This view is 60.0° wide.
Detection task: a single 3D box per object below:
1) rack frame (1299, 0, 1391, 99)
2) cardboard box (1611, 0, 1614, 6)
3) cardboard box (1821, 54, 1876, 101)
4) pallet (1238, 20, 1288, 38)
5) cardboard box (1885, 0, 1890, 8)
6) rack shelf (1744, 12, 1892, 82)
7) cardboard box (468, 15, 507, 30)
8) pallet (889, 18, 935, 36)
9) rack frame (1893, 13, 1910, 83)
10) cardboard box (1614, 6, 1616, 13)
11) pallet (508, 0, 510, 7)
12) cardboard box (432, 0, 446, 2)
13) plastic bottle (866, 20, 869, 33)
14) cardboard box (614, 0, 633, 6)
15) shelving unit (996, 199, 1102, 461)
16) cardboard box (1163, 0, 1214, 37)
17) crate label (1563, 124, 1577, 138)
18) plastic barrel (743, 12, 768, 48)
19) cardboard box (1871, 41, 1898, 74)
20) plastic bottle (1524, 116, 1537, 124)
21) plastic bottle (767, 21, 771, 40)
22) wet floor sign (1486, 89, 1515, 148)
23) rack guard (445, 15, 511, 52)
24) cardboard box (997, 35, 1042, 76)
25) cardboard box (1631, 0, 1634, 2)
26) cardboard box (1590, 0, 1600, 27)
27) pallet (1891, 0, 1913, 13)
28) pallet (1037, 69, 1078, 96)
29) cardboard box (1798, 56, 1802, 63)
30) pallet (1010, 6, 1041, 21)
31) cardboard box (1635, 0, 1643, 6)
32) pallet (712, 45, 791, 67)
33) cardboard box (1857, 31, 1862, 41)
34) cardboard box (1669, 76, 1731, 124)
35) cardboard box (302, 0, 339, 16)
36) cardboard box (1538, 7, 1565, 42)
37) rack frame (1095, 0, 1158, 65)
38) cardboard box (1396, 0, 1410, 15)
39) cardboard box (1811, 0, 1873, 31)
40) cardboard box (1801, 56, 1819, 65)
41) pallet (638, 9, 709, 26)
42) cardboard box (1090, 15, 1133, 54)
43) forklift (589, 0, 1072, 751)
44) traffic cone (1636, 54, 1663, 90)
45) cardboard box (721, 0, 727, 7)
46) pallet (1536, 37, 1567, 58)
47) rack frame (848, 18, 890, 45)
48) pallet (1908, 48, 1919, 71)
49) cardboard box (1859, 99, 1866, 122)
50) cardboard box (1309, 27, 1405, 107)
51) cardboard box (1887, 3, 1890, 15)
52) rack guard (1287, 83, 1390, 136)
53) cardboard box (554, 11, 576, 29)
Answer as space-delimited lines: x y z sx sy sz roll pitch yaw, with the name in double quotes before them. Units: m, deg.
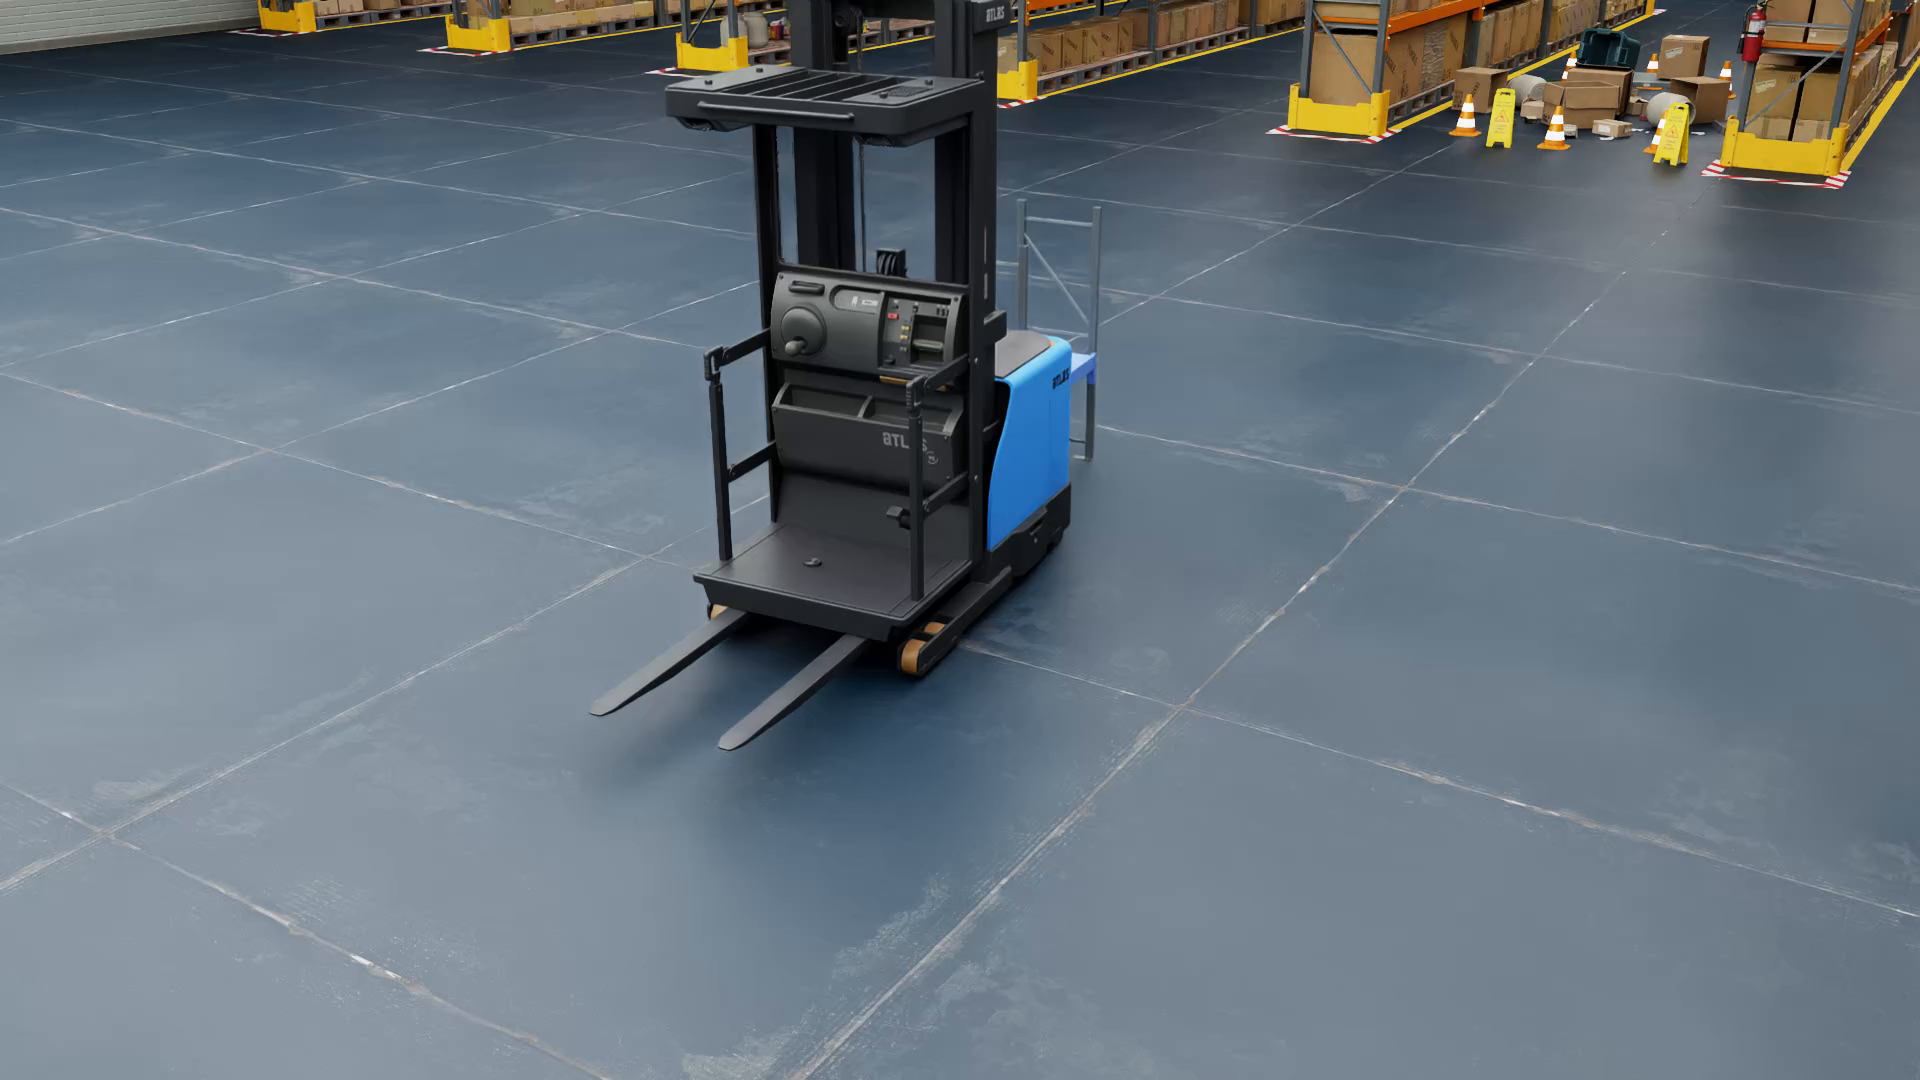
"rack frame" 4.610 -6.396 19.750 1.000 3.000 0.127 14 27 29
"cardboard box" 11.703 -9.807 30.314 0.380 0.149 0.250 12 26 26
"cardboard box" 10.360 -5.418 19.478 0.500 0.500 0.500 15 28 32
"pallet" 5.150 -9.141 29.599 1.003 0.211 1.213 14 27 29
"cardboard box" 10.690 -6.548 19.601 0.500 0.500 0.500 15 28 31
"rack shelf" 9.924 -5.738 19.135 1.077 0.370 4.000 14 27 29
"cardboard box" -7.932 -8.721 28.052 0.500 0.250 0.500 14 27 29
"pallet" -0.624 -9.265 29.886 1.003 0.211 1.213 14 27 29
"rack frame" 13.089 -8.093 23.670 1.000 3.000 0.127 14 27 29
"cardboard box" 11.836 -9.765 30.592 0.380 0.149 0.250 13 26 27
"pallet" -9.655 -10.918 33.703 1.003 0.211 1.213 14 27 29
"cardboard box" -10.321 -10.649 32.586 0.380 0.166 0.250 10 25 22
"plastic bottle" -1.575 -8.588 27.781 0.097 0.201 0.097 0 23 0
"cardboard box" -6.187 -9.804 29.609 0.500 0.500 0.500 14 27 29
"shelving unit" 0.338 -1.023 9.226 0.538 1.500 1.048 11 26 24
"cardboard box" 3.758 -8.612 27.460 0.700 0.500 0.500 16 28 33
"crate label" 7.239 -4.891 19.876 0.250 0.136 0.298 1 23 2
"plastic barrel" -3.211 -7.966 25.979 0.421 0.512 0.421 0 23 0
"cardboard box" 12.782 -6.892 23.673 0.950 0.372 0.625 12 26 25
"plastic bottle" 7.159 -5.277 20.863 0.133 0.061 0.283 5 24 11
"plastic bottle" -3.116 -8.218 26.824 0.061 0.283 0.133 15 27 30
"wet floor sign" 6.277 -4.891 19.237 0.267 0.644 0.232 9 25 20
"rack guard" -7.977 -8.392 27.506 1.175 0.500 0.348 14 27 29
"cardboard box" 0.793 -6.723 23.122 0.500 0.500 0.500 20 30 38
"cardboard box" 12.479 -10.226 31.282 0.380 0.149 0.250 14 27 30
"cardboard box" 10.764 -9.190 28.820 0.500 0.500 0.500 13 27 28
"pallet" 11.506 -6.883 21.115 1.003 0.211 1.213 14 27 29
"pallet" 0.948 -6.483 23.459 1.003 0.211 1.213 14 27 29
"cardboard box" 9.342 -5.513 18.881 0.380 0.149 0.250 14 27 30
"pallet" 0.842 -10.203 32.053 1.003 0.211 1.213 14 27 29
"cardboard box" 12.900 -10.352 31.946 0.380 0.149 0.250 15 27 31
"pallet" -3.325 -7.537 25.894 1.003 0.211 1.213 14 27 29
"cardboard box" 9.554 -5.510 18.018 0.380 0.149 0.250 13 27 27
"cardboard box" 9.258 -5.521 20.870 0.500 0.500 0.500 -7 24 -17
"cardboard box" -11.733 -9.767 30.366 0.500 0.311 0.500 11 26 23
"cardboard box" 9.420 -8.327 26.828 0.500 0.500 0.500 13 26 27
"rack frame" 2.560 -8.820 25.348 1.000 3.000 0.127 14 27 29
"cardboard box" 5.039 -6.790 20.471 0.875 0.550 0.550 14 27 29
"cardboard box" 9.354 -5.677 17.589 0.500 0.500 0.500 13 27 28
"cardboard box" 9.615 -5.339 19.296 0.500 0.500 0.500 13 27 28
"pallet" -5.499 -9.874 31.294 1.003 0.211 1.213 14 27 29
"cardboard box" 2.315 -7.739 25.469 0.500 0.500 0.500 13 27 27
"forklift" -0.516 -0.938 7.227 1.130 2.935 3.031 11 26 24
"traffic cone" 9.747 -6.598 23.410 0.336 0.463 0.334 14 27 29
"cardboard box" -4.620 -10.432 32.003 0.500 0.250 0.500 14 27 30
"pallet" 9.244 -8.080 27.150 1.003 0.211 1.213 14 27 29
"rack frame" -1.648 -9.858 27.746 1.000 3.000 0.127 14 27 29
"pallet" 14.213 -7.474 25.749 1.003 0.211 1.213 14 27 29
"cardboard box" 10.351 -5.066 19.609 0.500 0.250 0.500 14 27 30
"cardboard box" 4.912 -5.857 20.649 0.875 0.875 0.875 14 27 29
"cardboard box" 11.068 -6.456 20.203 0.380 0.149 0.250 14 27 28
"rack guard" 4.598 -5.241 20.228 1.175 0.500 0.348 14 27 29
"cardboard box" -6.968 -8.951 28.583 0.500 0.250 0.500 14 27 29
